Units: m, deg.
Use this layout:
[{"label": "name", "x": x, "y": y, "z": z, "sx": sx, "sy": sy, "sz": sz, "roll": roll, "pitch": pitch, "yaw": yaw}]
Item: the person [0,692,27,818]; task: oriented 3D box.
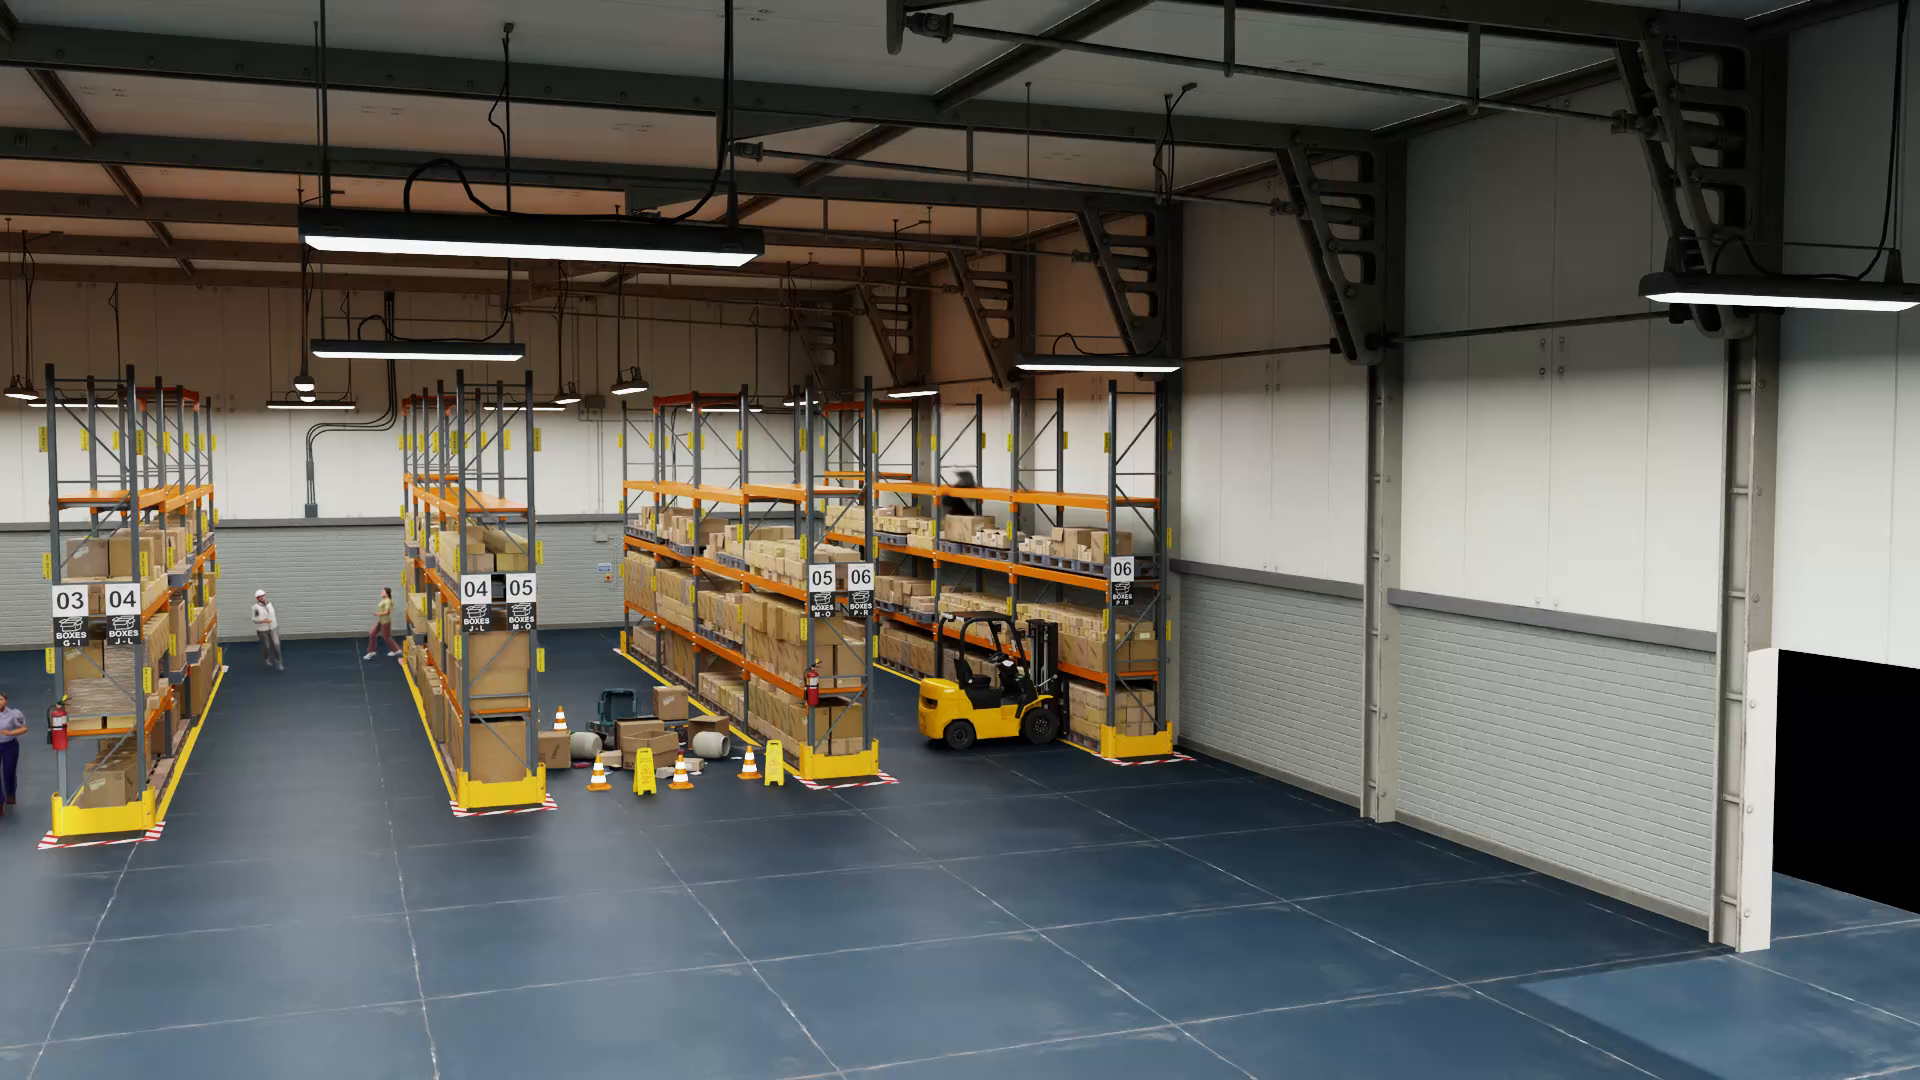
[{"label": "person", "x": -12.974, "y": 2.878, "z": 22.550, "sx": 0.626, "sy": 1.694, "sz": 0.840, "roll": -1, "pitch": 4, "yaw": -21}]

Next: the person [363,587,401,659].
[{"label": "person", "x": -13.324, "y": 1.916, "z": 38.423, "sx": 0.852, "sy": 1.657, "sz": 0.578, "roll": -2, "pitch": 4, "yaw": -35}]

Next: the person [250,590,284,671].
[{"label": "person", "x": -15.336, "y": 1.988, "z": 36.649, "sx": 0.639, "sy": 1.796, "sz": 0.793, "roll": -3, "pitch": 5, "yaw": -44}]
